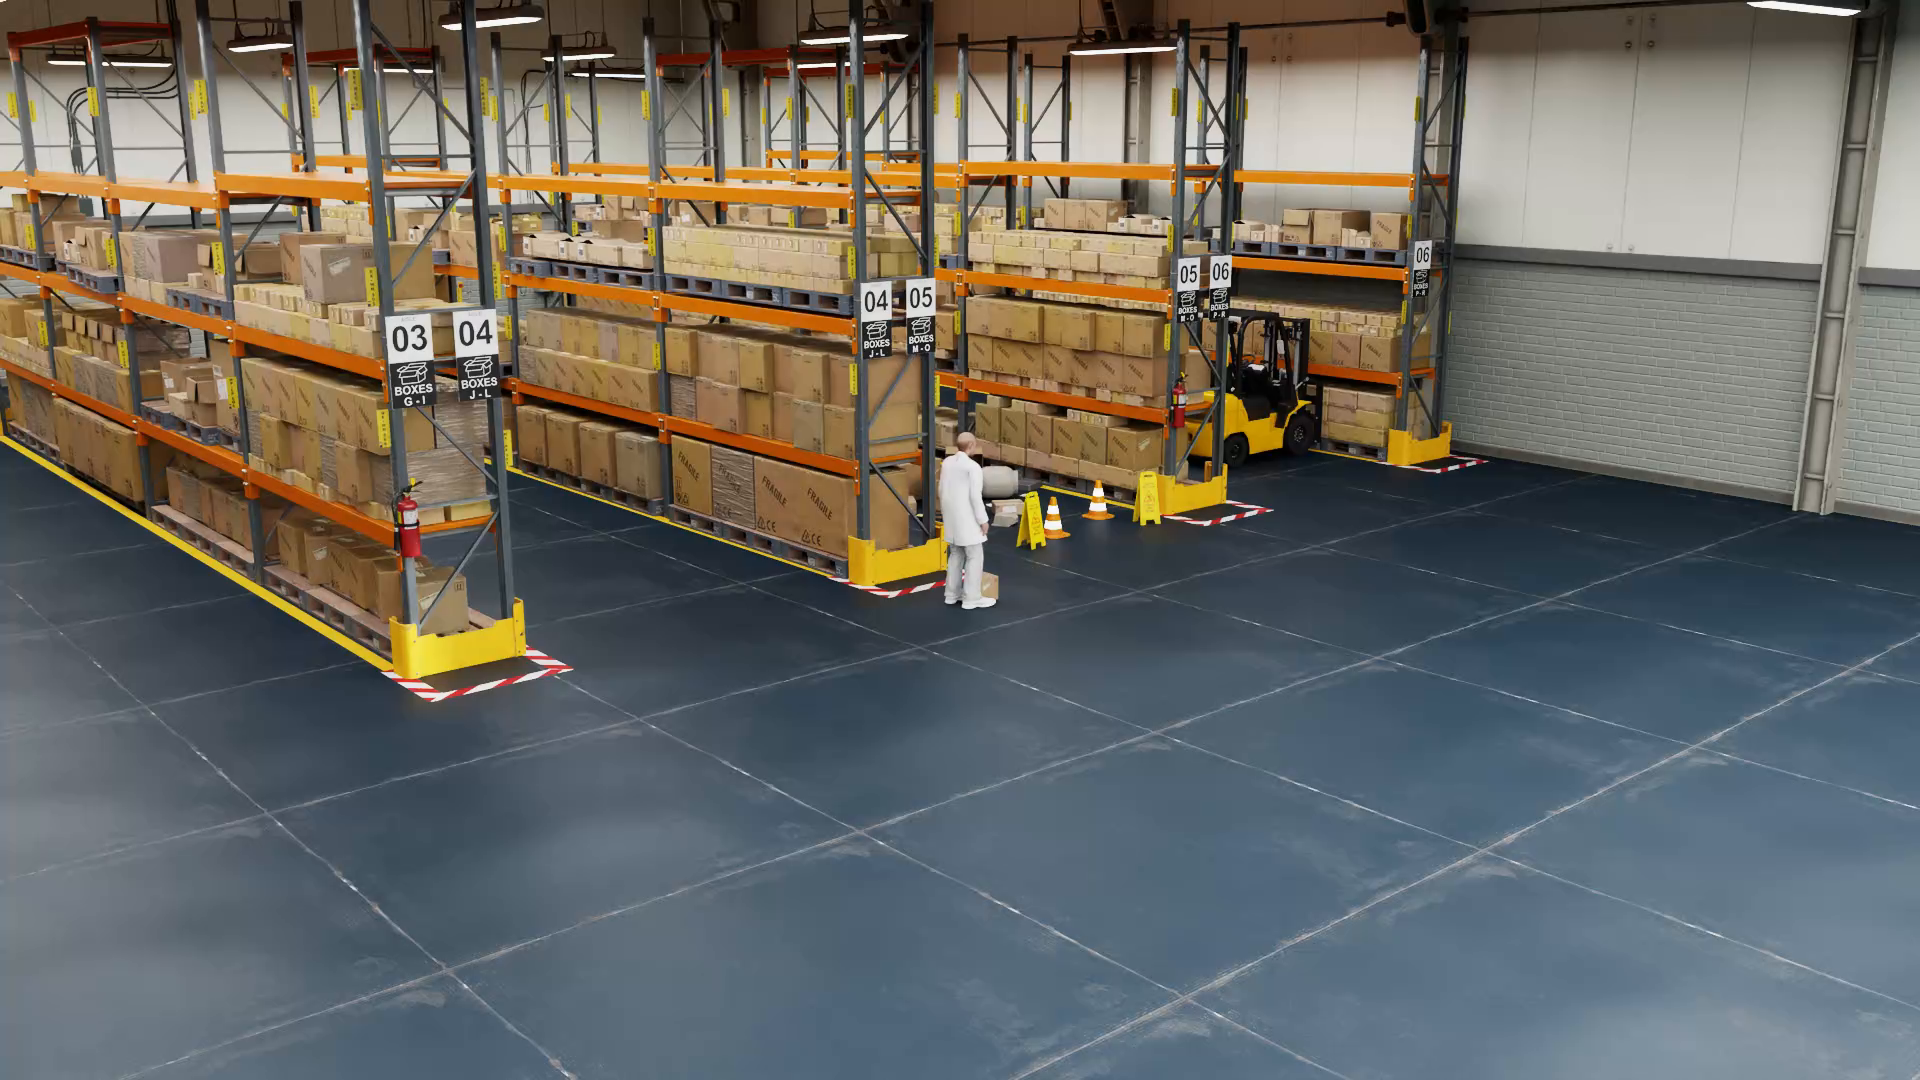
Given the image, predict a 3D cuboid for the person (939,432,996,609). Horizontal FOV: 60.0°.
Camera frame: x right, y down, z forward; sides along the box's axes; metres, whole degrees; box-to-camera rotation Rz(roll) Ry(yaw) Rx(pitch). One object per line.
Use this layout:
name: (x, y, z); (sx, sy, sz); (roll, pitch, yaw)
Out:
person: (0.043, -0.211, 16.884); (0.423, 1.775, 0.643); (-12, 18, -39)
